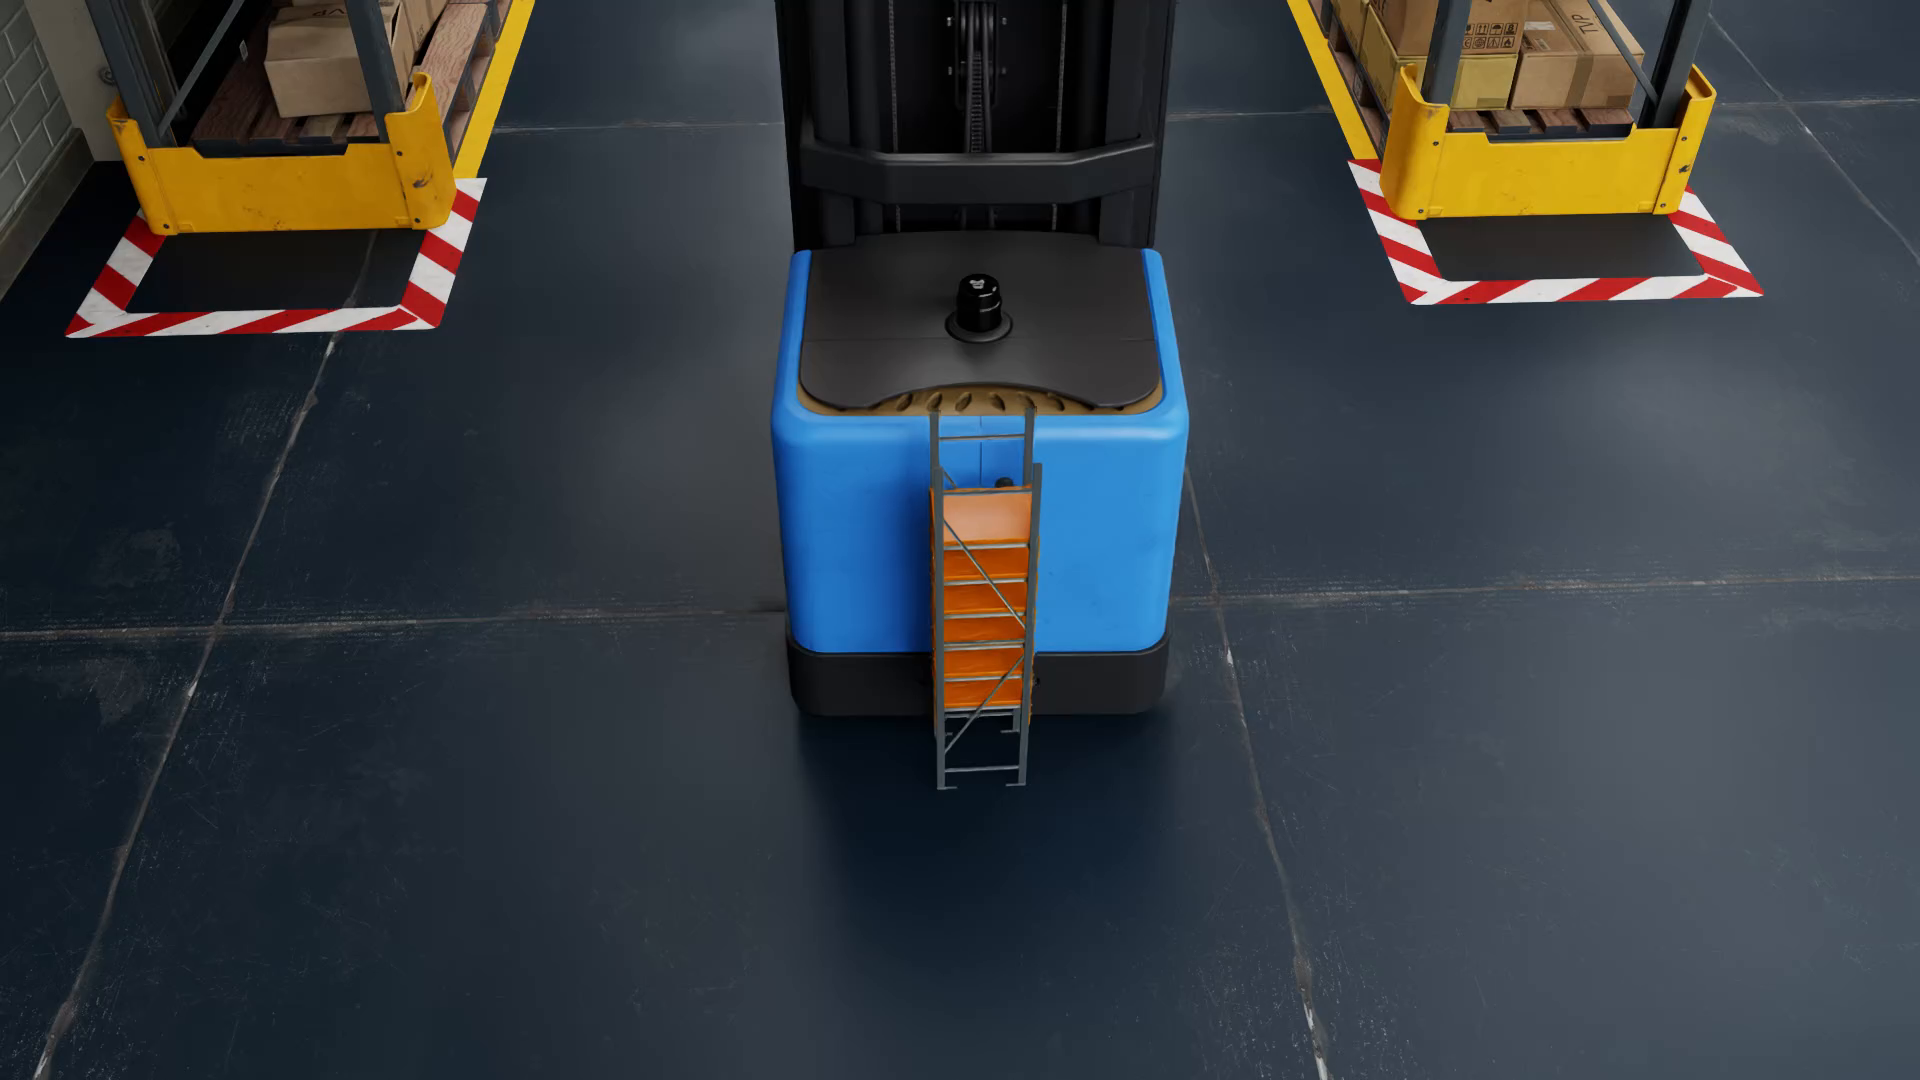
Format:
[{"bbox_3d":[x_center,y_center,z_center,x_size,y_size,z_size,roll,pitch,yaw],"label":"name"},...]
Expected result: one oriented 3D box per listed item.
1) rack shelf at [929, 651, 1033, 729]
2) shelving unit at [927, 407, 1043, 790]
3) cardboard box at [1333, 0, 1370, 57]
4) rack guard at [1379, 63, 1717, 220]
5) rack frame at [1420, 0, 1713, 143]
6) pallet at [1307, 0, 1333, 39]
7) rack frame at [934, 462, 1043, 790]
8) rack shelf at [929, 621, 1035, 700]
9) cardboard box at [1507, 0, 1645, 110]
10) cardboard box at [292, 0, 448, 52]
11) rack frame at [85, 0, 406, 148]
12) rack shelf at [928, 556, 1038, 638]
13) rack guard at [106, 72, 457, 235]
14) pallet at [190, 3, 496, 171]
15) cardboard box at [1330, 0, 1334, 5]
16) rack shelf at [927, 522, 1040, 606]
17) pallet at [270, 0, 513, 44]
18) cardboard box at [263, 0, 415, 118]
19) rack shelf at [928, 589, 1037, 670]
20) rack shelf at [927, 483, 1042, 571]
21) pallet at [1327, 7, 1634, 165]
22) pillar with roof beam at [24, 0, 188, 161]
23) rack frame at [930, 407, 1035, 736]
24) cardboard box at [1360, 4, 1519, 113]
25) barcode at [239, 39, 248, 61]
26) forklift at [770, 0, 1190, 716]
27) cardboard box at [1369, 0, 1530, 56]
[{"bbox_3d":[0.054,0.386,4.354,0.258,0.103,0.180,-2,46,-3],"label":"rack shelf"},{"bbox_3d":[0.054,0.188,4.150,0.258,1.200,0.189,-2,46,-3],"label":"shelving unit"},{"bbox_3d":[1.963,-2.365,7.335,0.500,0.250,0.500,-2,43,-2],"label":"cardboard box"},{"bbox_3d":[2.315,-1.596,6.621,1.175,0.500,0.348,-2,43,-2],"label":"rack guard"},{"bbox_3d":[2.314,-2.533,5.794,1.000,3.000,0.127,-2,43,-2],"label":"rack frame"},{"bbox_3d":[2.191,-2.842,8.194,1.003,0.211,1.213,-2,43,-2],"label":"pallet"},{"bbox_3d":[0.060,0.254,4.086,0.240,1.200,0.006,-2,46,-3],"label":"rack frame"},{"bbox_3d":[0.054,0.302,4.268,0.258,0.103,0.180,-2,46,-3],"label":"rack shelf"},{"bbox_3d":[2.514,-2.043,6.983,0.500,0.250,0.500,-2,43,-2],"label":"cardboard box"},{"bbox_3d":[-2.599,-2.414,7.328,0.500,0.311,0.500,2,43,2],"label":"cardboard box"},{"bbox_3d":[-2.635,-2.389,5.636,1.000,3.000,0.127,-2,43,-2],"label":"rack frame"},{"bbox_3d":[0.055,0.135,4.096,0.258,0.103,0.180,-2,46,-3],"label":"rack shelf"},{"bbox_3d":[-2.638,-1.518,6.537,1.175,0.500,0.348,-2,43,-2],"label":"rack guard"},{"bbox_3d":[-2.637,-1.961,7.234,1.003,0.211,1.213,-2,43,-2],"label":"pallet"},{"bbox_3d":[1.940,-2.703,7.703,0.500,0.250,0.500,-2,43,-2],"label":"cardboard box"},{"bbox_3d":[0.055,0.052,4.009,0.258,0.103,0.180,-2,46,-3],"label":"rack shelf"},{"bbox_3d":[-2.686,-2.783,8.130,1.003,0.211,1.213,-2,43,-2],"label":"pallet"},{"bbox_3d":[-2.574,-2.029,6.908,0.500,0.311,0.500,-6,43,-7],"label":"cardboard box"},{"bbox_3d":[0.054,0.219,4.182,0.258,0.103,0.180,-2,46,-3],"label":"rack shelf"},{"bbox_3d":[0.056,-0.031,3.923,0.258,0.103,0.180,-2,46,-3],"label":"rack shelf"},{"bbox_3d":[2.240,-2.020,7.298,1.003,0.211,1.213,-2,43,-2],"label":"pallet"},{"bbox_3d":[0.772,-5.171,4.232,9.100,9.000,0.400,-2,43,-2],"label":"pillar with roof beam"},{"bbox_3d":[0.049,0.122,4.213,0.240,1.200,0.006,-2,46,-3],"label":"rack frame"},{"bbox_3d":[1.996,-2.028,6.967,0.500,0.250,0.500,-2,43,-2],"label":"cardboard box"},{"bbox_3d":[-2.975,-2.033,6.906,0.001,0.075,0.075,-2,43,-2],"label":"barcode"},{"bbox_3d":[0.040,-1.565,4.788,1.130,2.935,3.031,0,43,0],"label":"forklift"},{"bbox_3d":[1.994,-2.304,6.713,0.500,0.500,0.500,-2,43,-2],"label":"cardboard box"}]
